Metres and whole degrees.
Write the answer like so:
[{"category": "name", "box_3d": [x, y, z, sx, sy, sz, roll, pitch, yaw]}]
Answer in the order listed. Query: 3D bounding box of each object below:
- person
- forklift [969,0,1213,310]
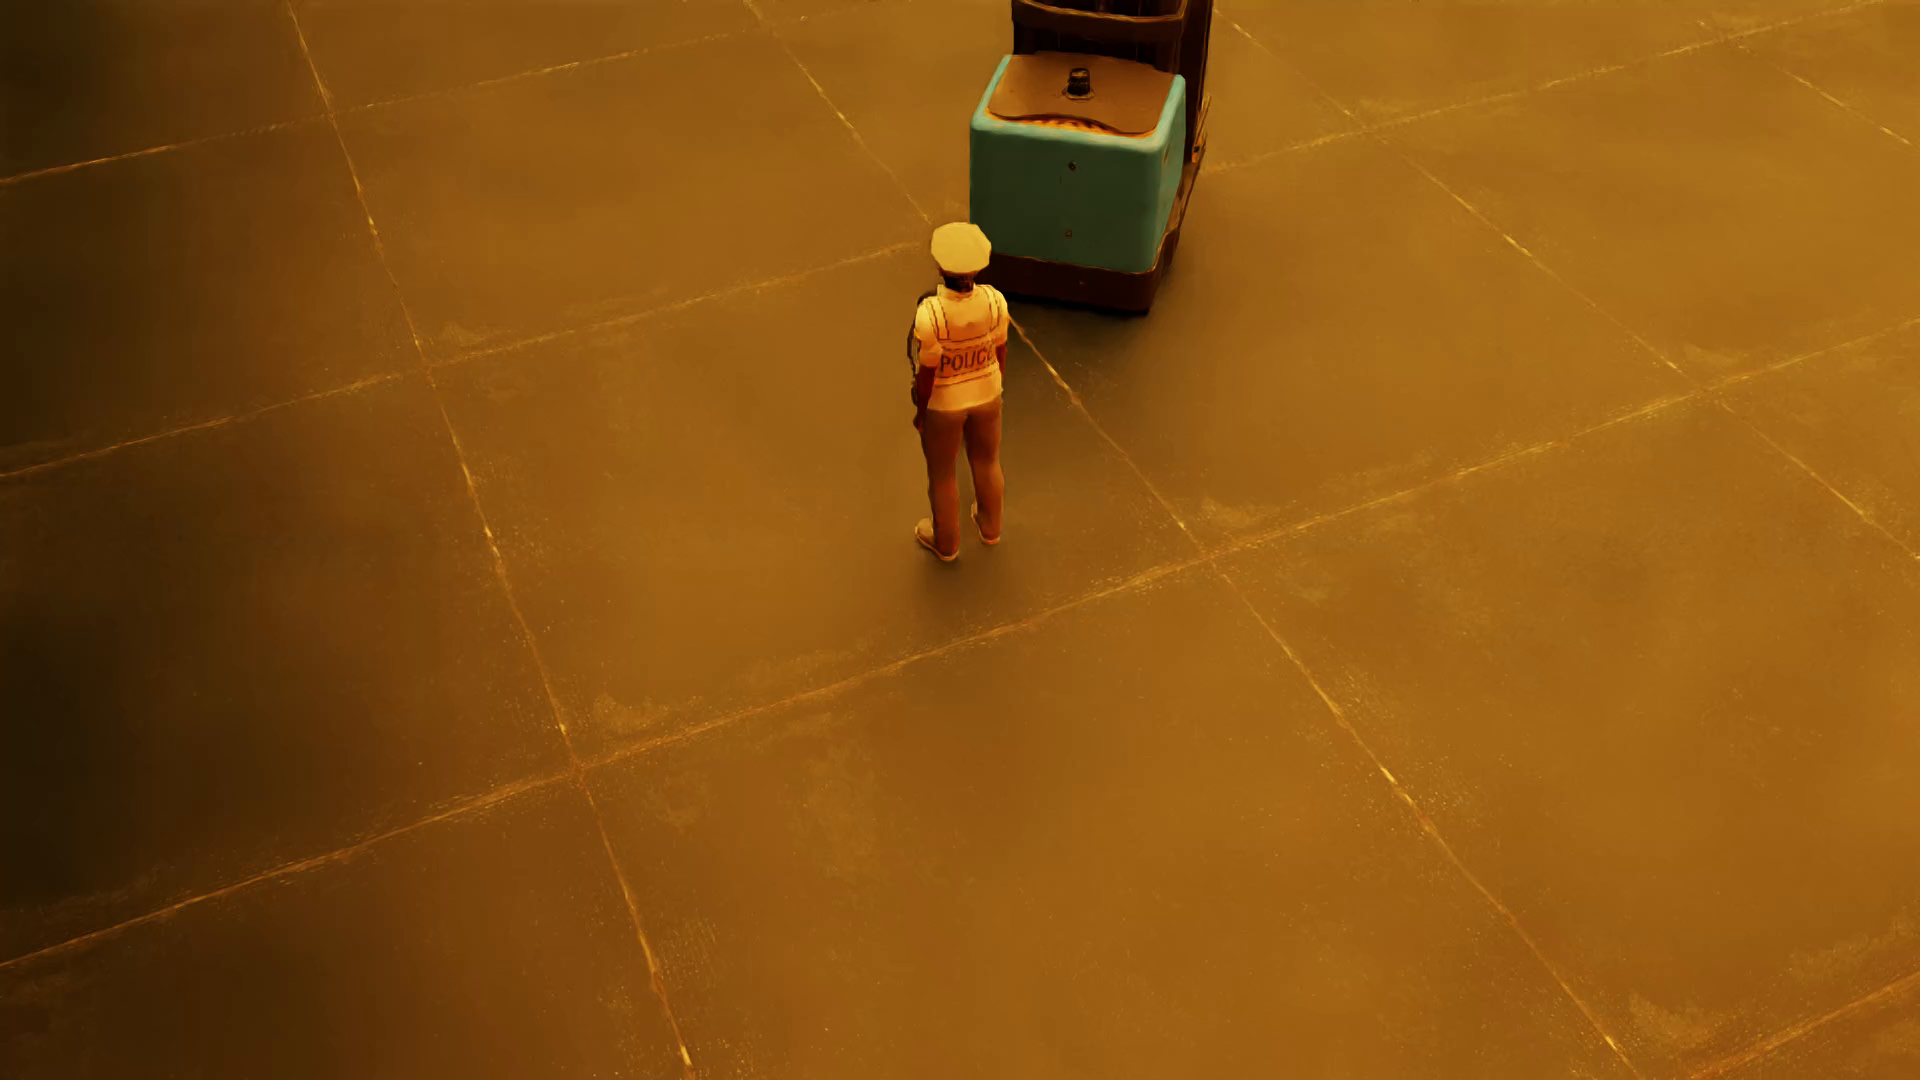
[{"category": "person", "box_3d": [-0.002, -0.631, 7.269, 0.446, 1.692, 0.338, -18, 46, -18]}, {"category": "forklift", "box_3d": [0.905, -3.344, 9.263, 1.130, 2.935, 3.031, 10, 44, 11]}]
